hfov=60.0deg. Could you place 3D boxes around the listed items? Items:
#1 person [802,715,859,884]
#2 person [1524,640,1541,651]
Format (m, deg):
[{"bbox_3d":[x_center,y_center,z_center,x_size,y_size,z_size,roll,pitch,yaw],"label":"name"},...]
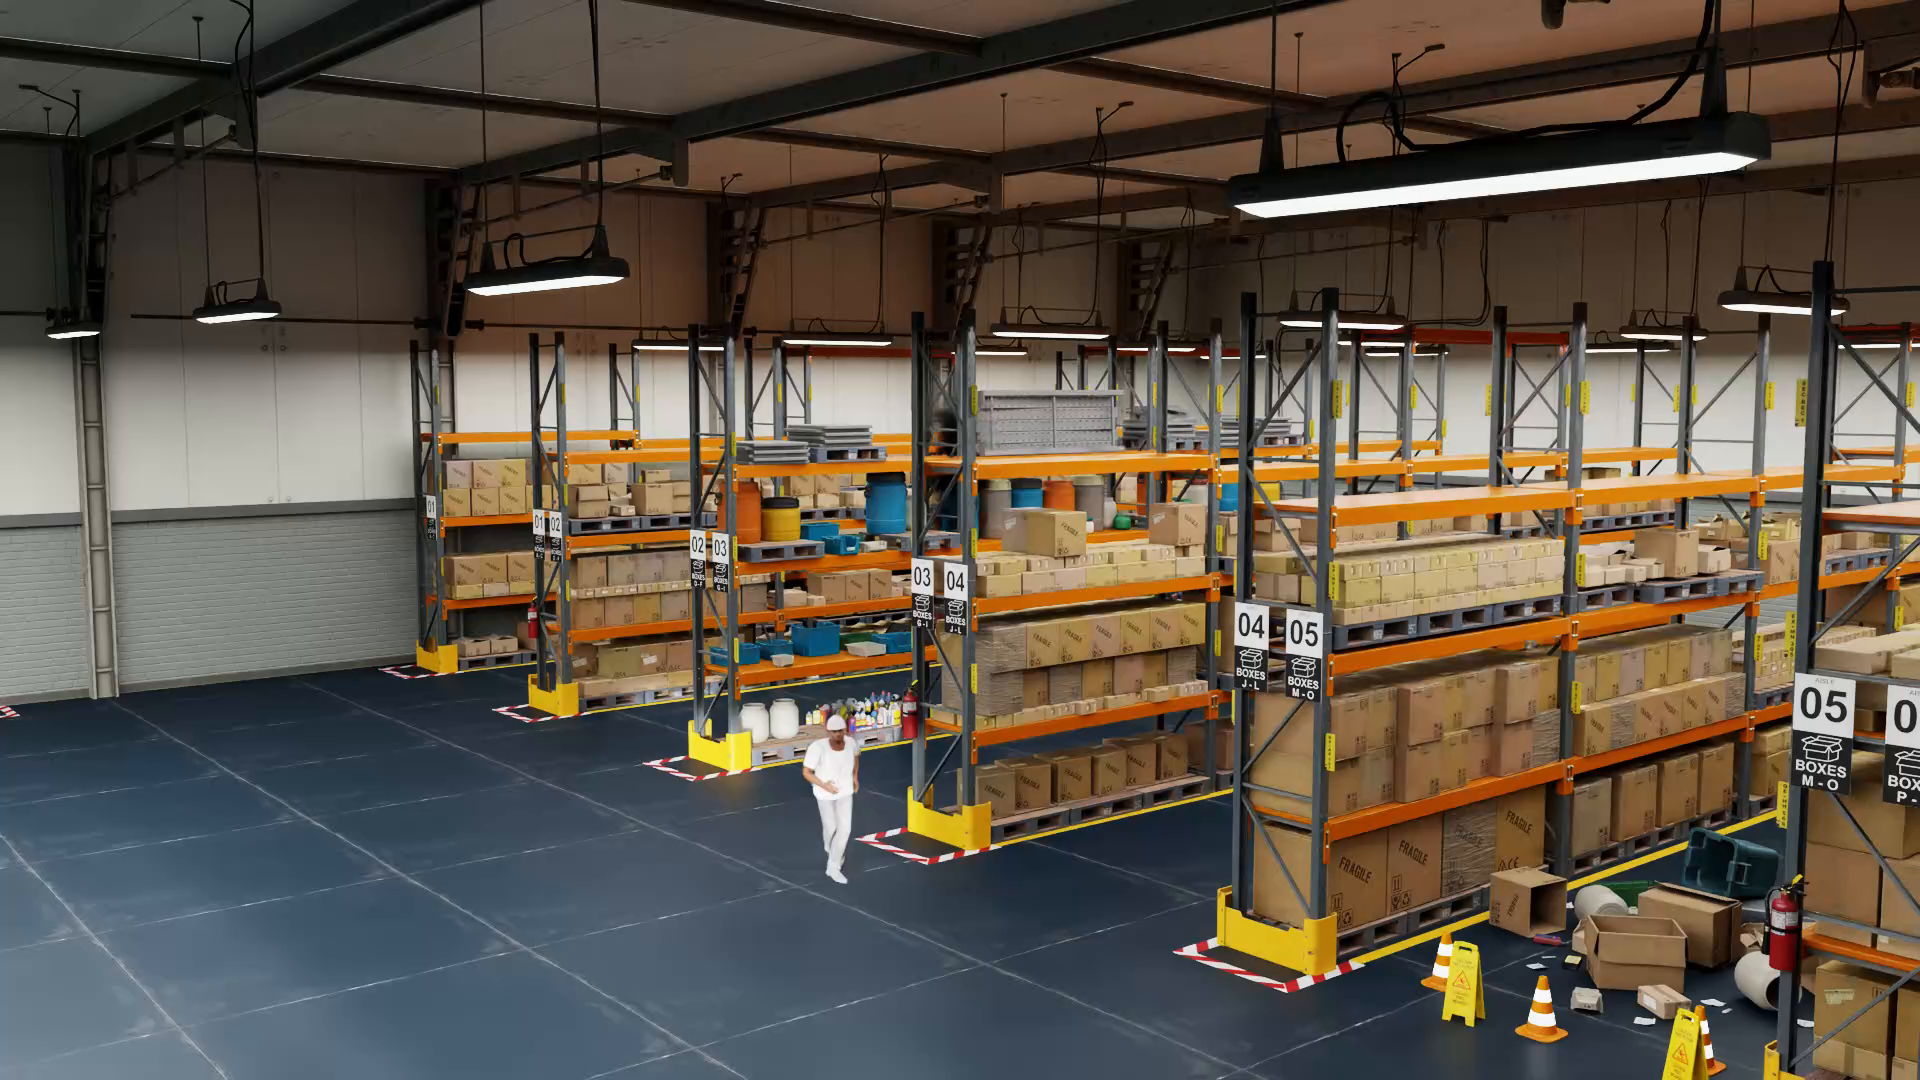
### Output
[{"bbox_3d":[-1.372,2.674,17.555,0.668,1.743,0.833,-2,6,-18],"label":"person"},{"bbox_3d":[8.074,2.194,23.395,0.623,1.619,0.639,-3,6,-25],"label":"person"}]
